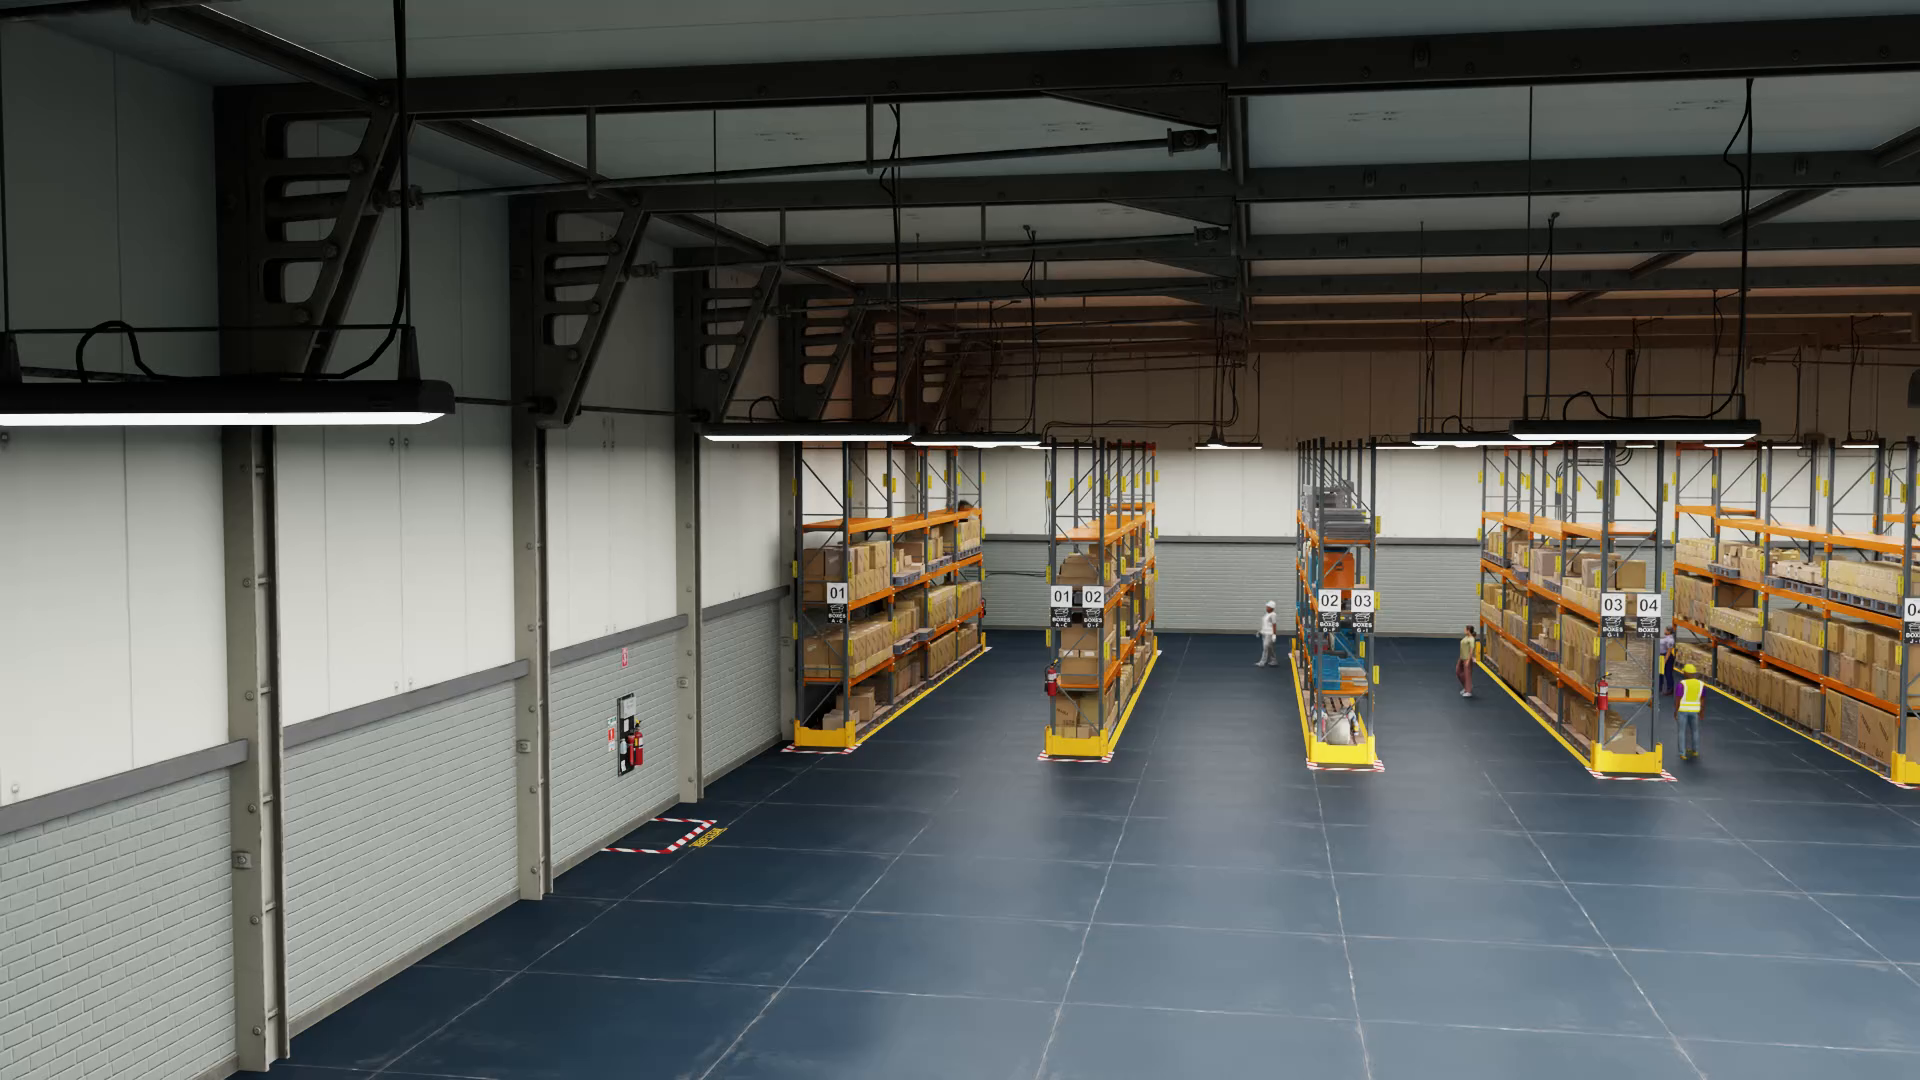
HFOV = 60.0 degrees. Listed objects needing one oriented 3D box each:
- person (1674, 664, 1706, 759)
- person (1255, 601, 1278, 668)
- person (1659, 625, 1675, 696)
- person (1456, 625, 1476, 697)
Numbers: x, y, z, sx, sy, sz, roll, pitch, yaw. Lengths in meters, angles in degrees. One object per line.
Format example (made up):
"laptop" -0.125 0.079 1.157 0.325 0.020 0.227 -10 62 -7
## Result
"person" 13.675 3.192 31.193 0.553 1.761 0.649 1 3 16
"person" 8.134 2.505 44.245 0.943 1.747 0.623 -2 3 -29
"person" 16.602 2.826 39.179 0.433 1.641 0.527 -1 3 -11
"person" 11.906 2.818 39.059 0.426 1.675 0.545 -1 3 -12
